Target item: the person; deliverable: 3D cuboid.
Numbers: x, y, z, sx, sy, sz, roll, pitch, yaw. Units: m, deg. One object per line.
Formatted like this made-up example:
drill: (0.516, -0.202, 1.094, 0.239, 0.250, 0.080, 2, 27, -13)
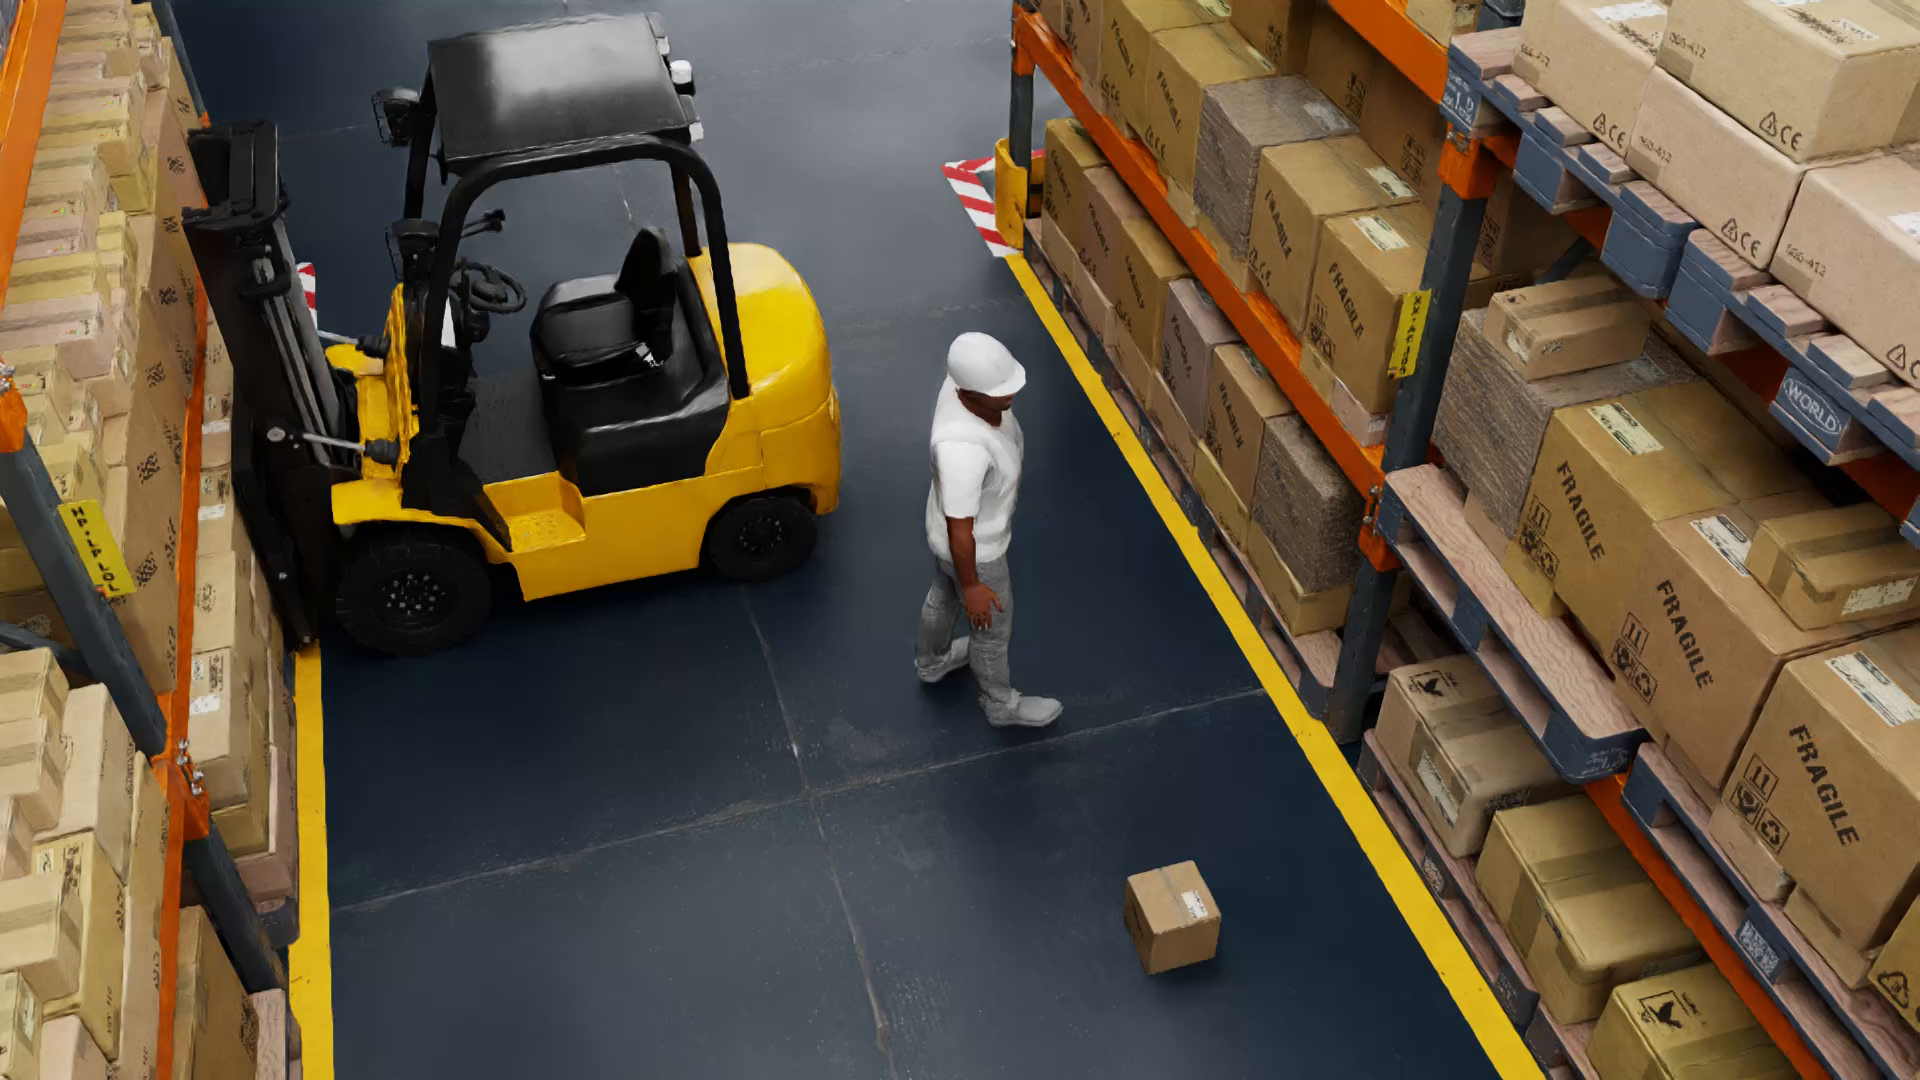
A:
person: (0.112, -0.012, 6.121, 0.589, 1.764, 0.696, -1, 42, -1)
